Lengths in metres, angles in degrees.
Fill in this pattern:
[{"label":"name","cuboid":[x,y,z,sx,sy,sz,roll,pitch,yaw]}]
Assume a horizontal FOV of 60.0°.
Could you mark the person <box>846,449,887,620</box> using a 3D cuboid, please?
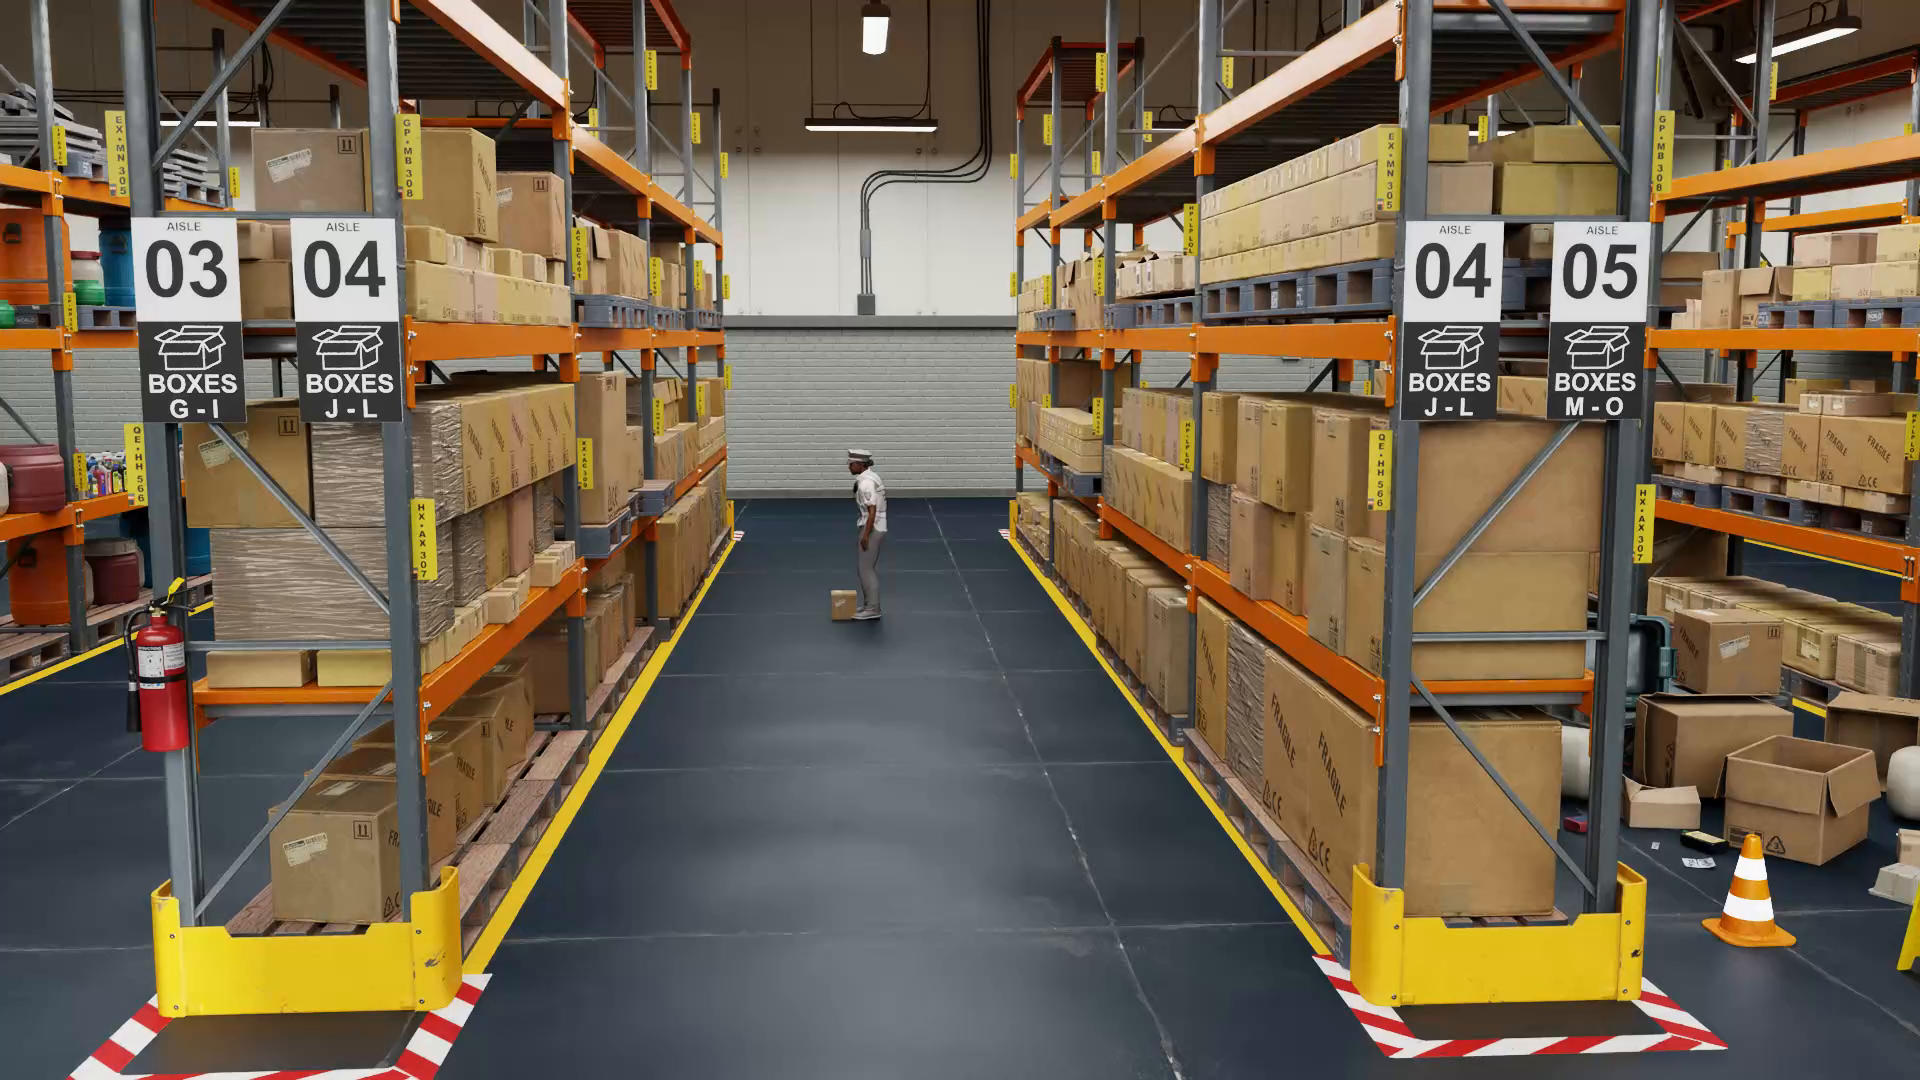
[{"label":"person","cuboid":[-0.912,-0.063,16.279,0.400,1.657,0.516,-1,7,-5]}]
